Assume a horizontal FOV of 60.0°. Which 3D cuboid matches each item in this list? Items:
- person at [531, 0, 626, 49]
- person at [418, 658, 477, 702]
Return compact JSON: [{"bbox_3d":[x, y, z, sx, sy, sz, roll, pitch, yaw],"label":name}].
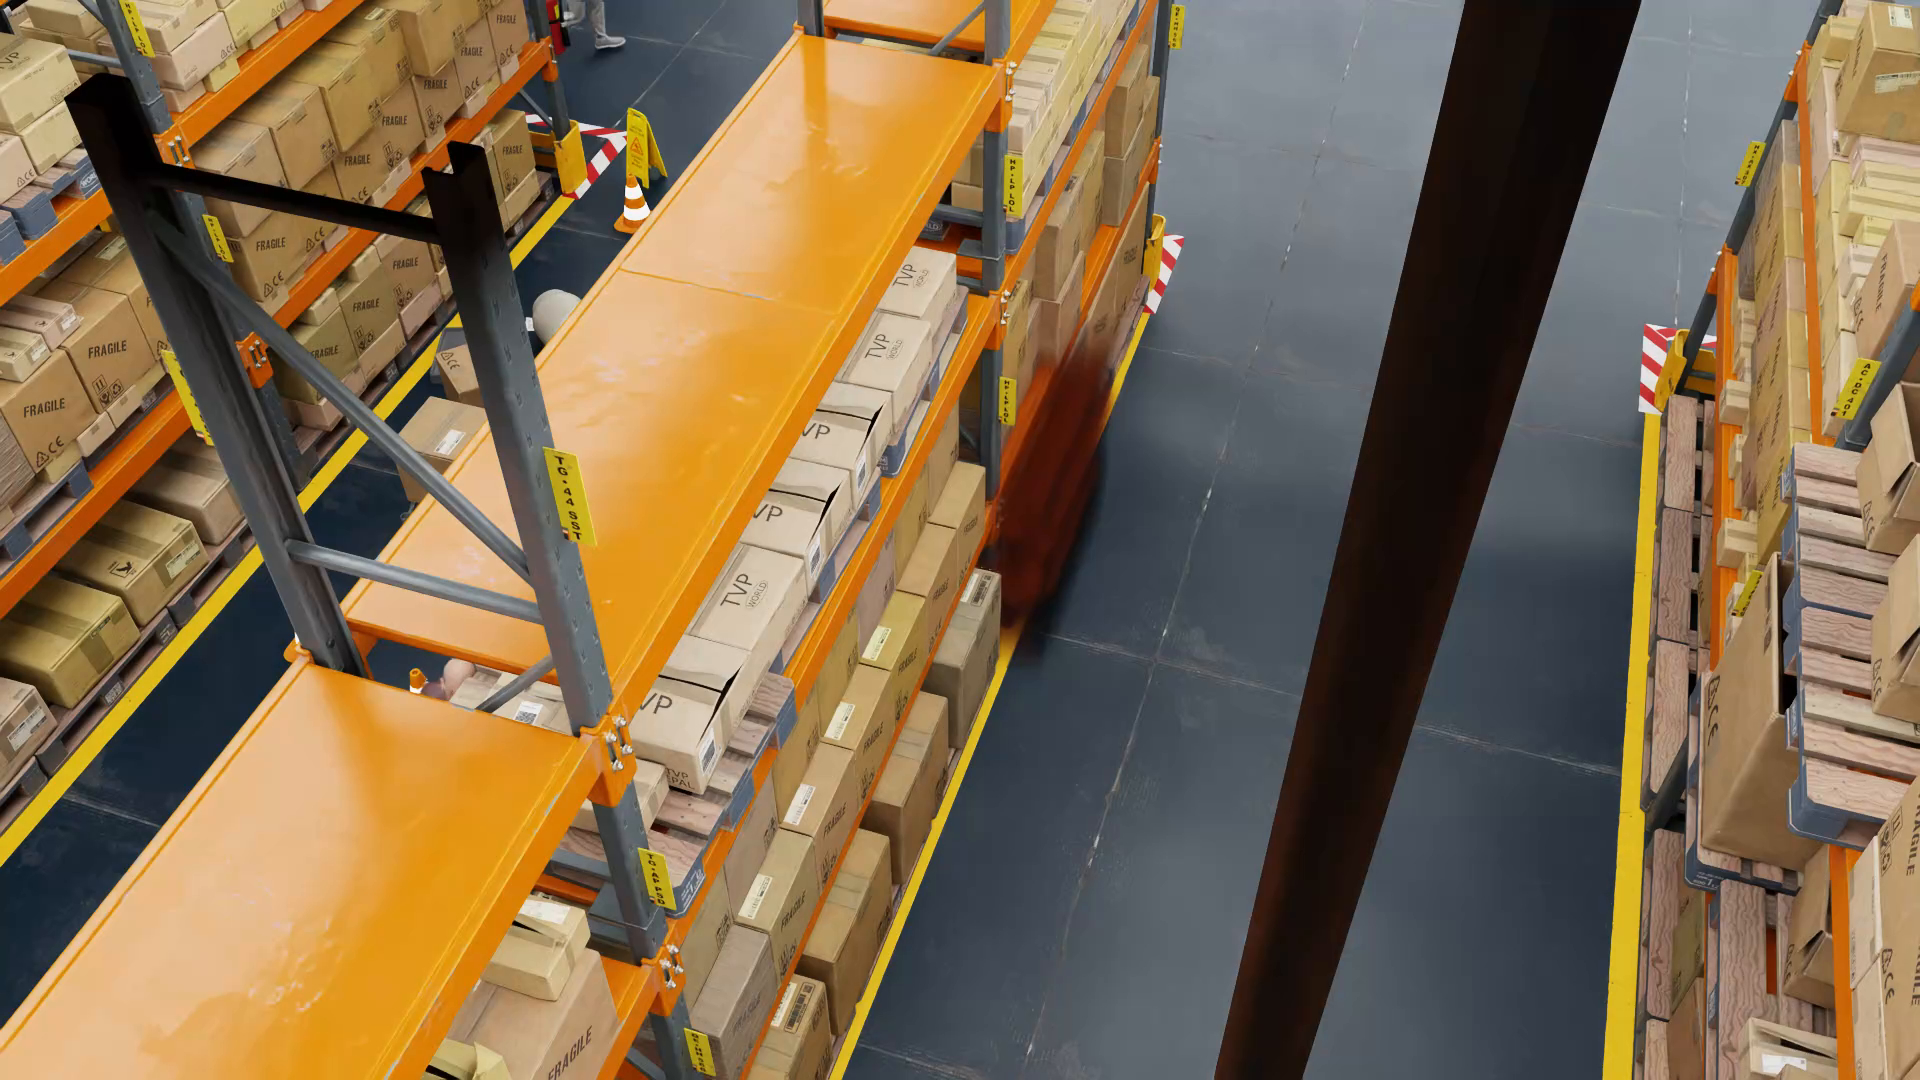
[{"bbox_3d":[-3.555,-5.171,15.017,0.840,1.640,0.477,-9,46,-8],"label":"person"},{"bbox_3d":[-2.515,1.192,8.737,0.619,1.774,0.573,8,46,8],"label":"person"}]
